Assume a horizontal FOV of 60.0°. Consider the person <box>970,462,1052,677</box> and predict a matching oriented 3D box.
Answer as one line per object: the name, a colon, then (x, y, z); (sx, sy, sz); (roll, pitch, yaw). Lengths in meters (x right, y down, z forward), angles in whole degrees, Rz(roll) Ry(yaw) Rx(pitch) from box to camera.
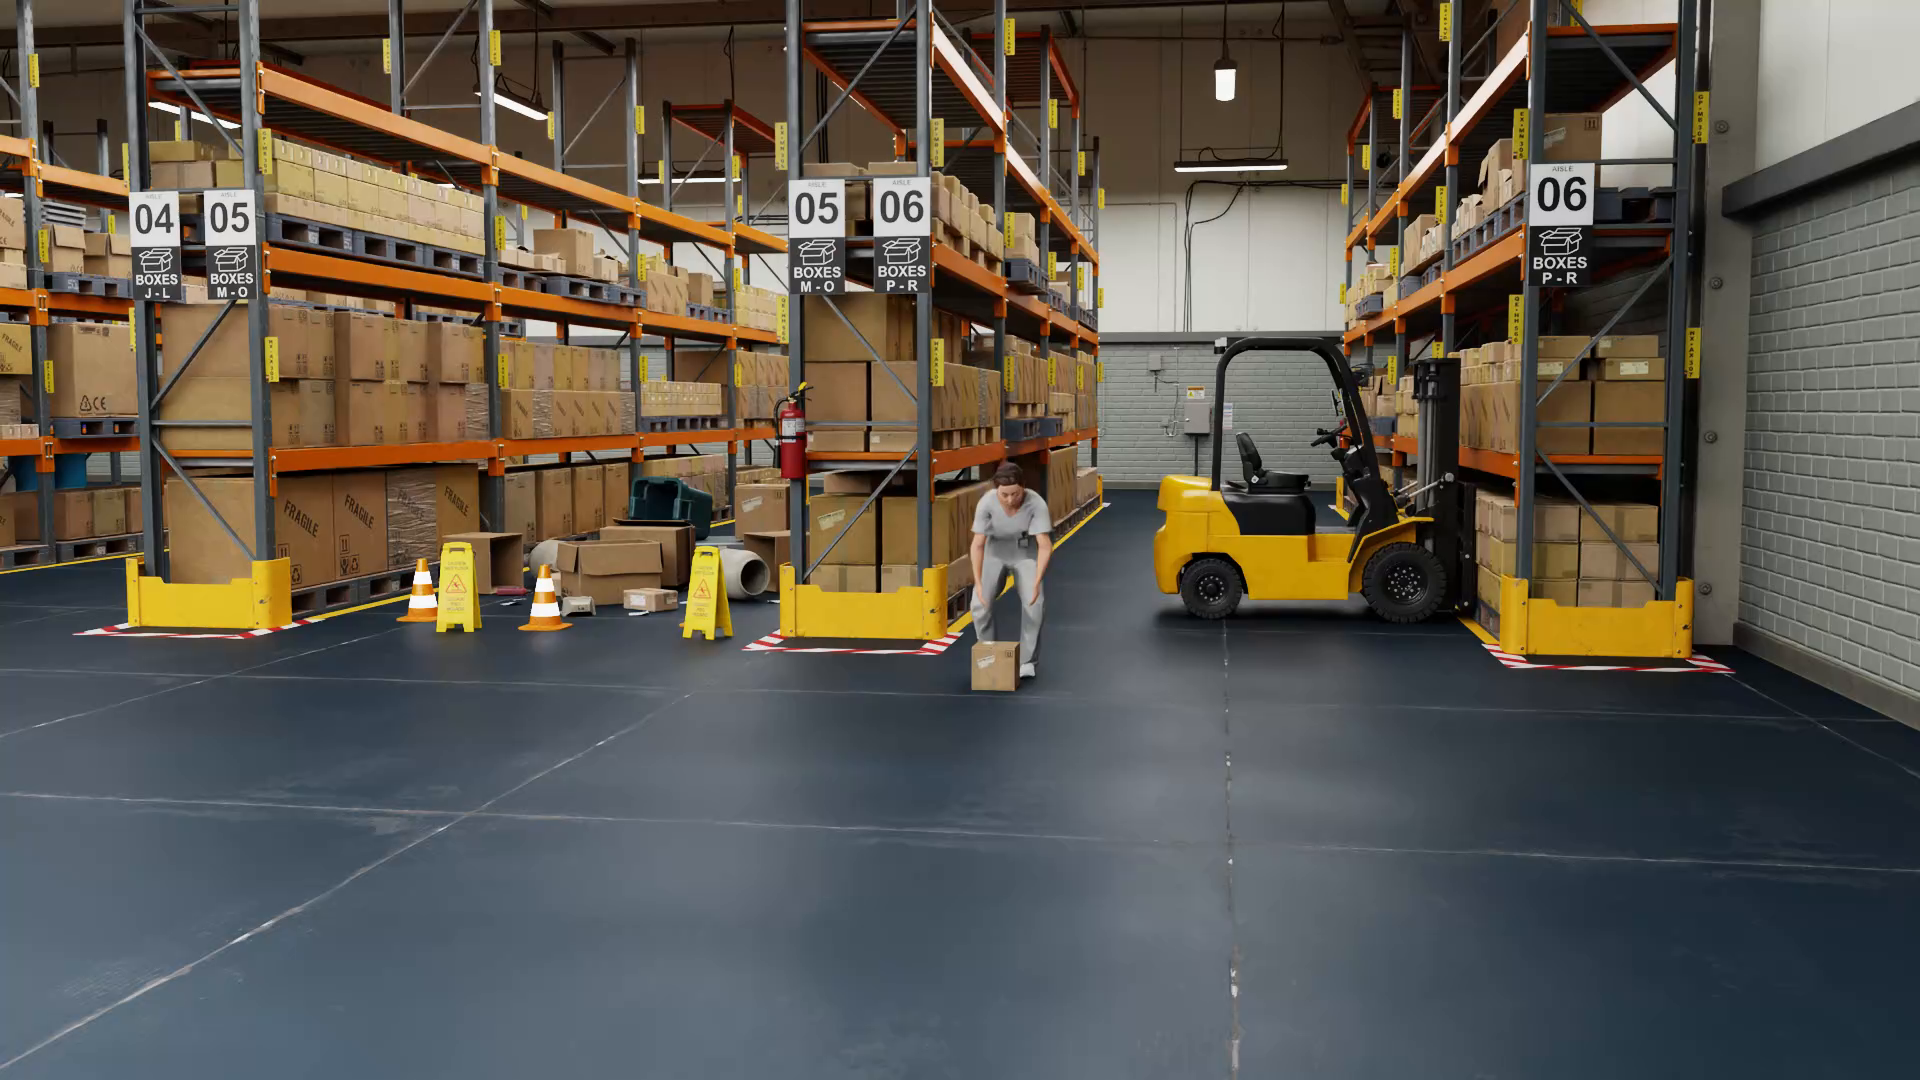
person: (0.320, 0.176, 10.016); (0.490, 1.304, 0.682); (1, 5, 9)
